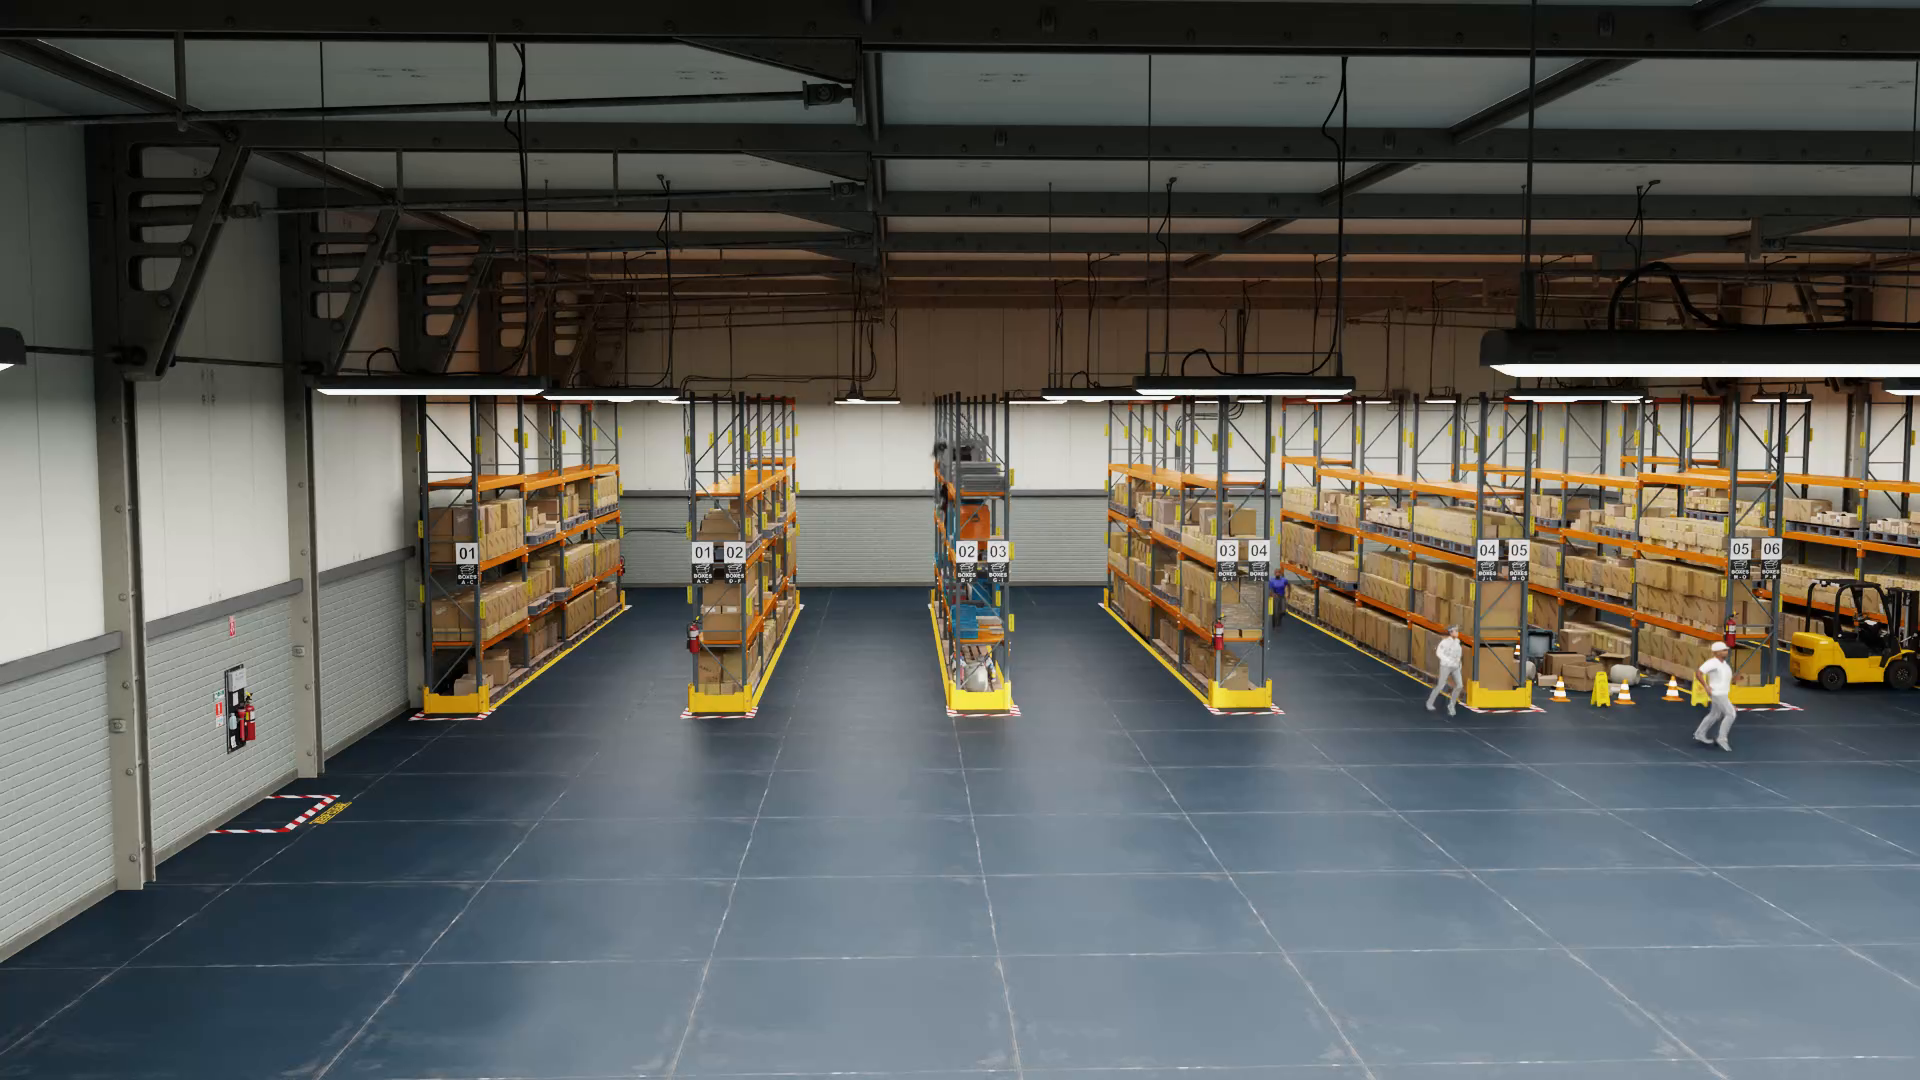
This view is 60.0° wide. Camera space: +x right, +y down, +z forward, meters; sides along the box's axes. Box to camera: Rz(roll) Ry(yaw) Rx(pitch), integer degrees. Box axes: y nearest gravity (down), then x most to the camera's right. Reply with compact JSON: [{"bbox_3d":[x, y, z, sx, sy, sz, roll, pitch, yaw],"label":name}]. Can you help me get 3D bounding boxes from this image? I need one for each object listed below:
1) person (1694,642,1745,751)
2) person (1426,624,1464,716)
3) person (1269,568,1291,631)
[{"bbox_3d":[12.713,2.616,27.852,0.756,1.824,0.669,3,6,36],"label":"person"},{"bbox_3d":[9.164,2.409,31.128,0.678,1.707,0.670,-2,5,-24],"label":"person"},{"bbox_3d":[8.136,1.531,42.344,0.607,1.612,0.669,0,5,4],"label":"person"}]
